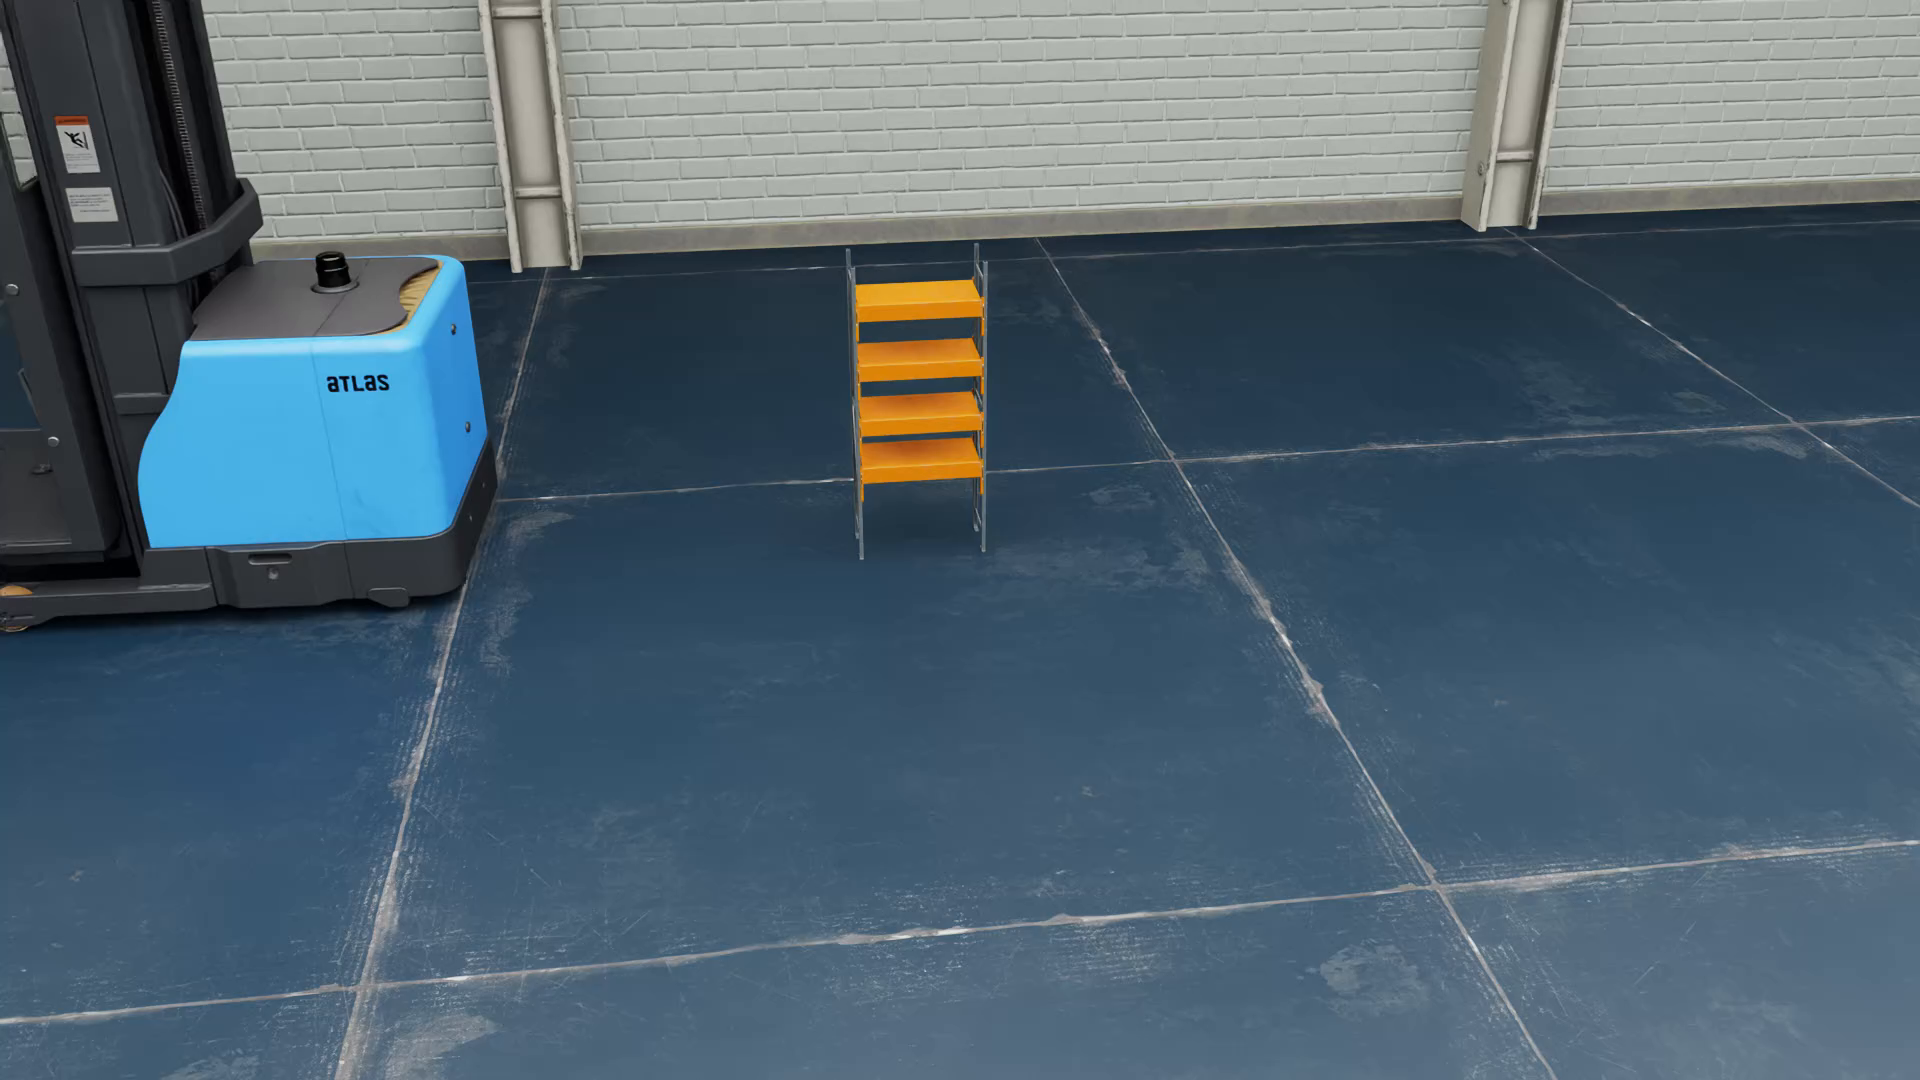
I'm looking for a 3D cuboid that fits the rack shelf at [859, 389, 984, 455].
[{"bbox_3d":[-0.164,-0.463,6.486,0.480,0.148,0.258,-4,27,-7],"label":"rack shelf"}]

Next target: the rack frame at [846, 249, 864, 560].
[{"bbox_3d":[-0.406,-0.508,6.425,0.015,1.200,0.240,-4,27,-7],"label":"rack frame"}]

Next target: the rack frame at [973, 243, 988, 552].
[{"bbox_3d":[0.078,-0.539,6.486,0.015,1.200,0.240,-4,27,-7],"label":"rack frame"}]

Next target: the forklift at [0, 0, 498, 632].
[{"bbox_3d":[-3.424,-1.212,5.901,3.031,2.935,1.130,-2,27,-5],"label":"forklift"}]

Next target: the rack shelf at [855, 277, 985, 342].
[{"bbox_3d":[-0.164,-0.873,6.276,0.480,0.148,0.258,-4,27,-7],"label":"rack shelf"}]

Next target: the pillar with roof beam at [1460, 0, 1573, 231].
[{"bbox_3d":[4.067,-4.102,4.887,0.400,9.000,9.100,-4,27,-7],"label":"pillar with roof beam"}]

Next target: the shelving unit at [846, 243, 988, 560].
[{"bbox_3d":[-0.164,-0.523,6.456,0.503,1.200,0.258,-4,27,-7],"label":"shelving unit"}]

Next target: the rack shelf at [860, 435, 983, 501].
[{"bbox_3d":[-0.164,-0.287,6.577,0.480,0.148,0.258,-4,27,-7],"label":"rack shelf"}]

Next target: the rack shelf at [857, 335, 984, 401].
[{"bbox_3d":[-0.164,-0.662,6.384,0.480,0.148,0.258,-4,27,-7],"label":"rack shelf"}]

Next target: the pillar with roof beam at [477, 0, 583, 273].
[{"bbox_3d":[-1.875,-3.720,4.144,0.400,9.000,9.100,-4,27,-7],"label":"pillar with roof beam"}]
